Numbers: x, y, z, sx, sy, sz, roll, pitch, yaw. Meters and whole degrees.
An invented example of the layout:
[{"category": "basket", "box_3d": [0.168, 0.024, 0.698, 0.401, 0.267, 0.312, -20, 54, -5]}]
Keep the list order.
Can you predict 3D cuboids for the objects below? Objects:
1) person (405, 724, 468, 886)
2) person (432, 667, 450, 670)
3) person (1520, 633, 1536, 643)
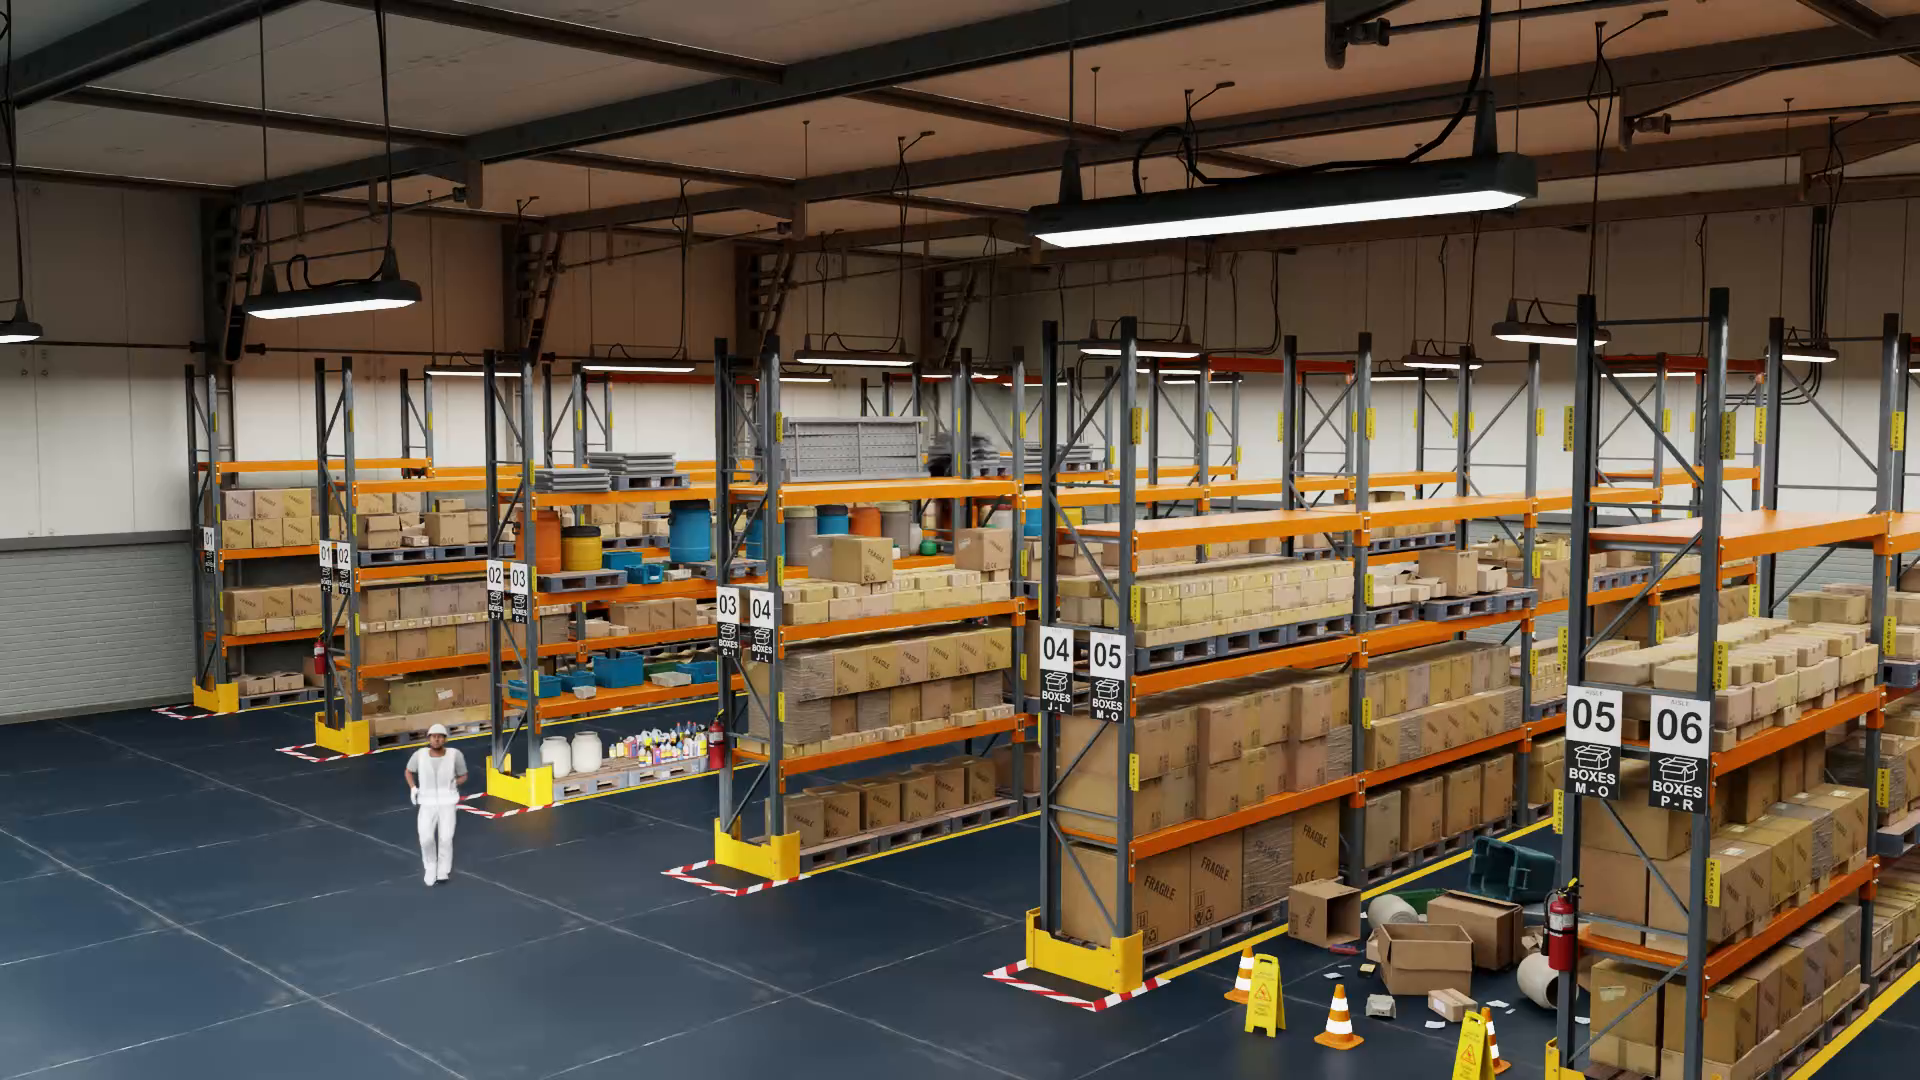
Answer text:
[{"category": "person", "box_3d": [-5.697, 2.896, 18.108, 0.663, 1.774, 0.637, -1, 5, -16]}, {"category": "person", "box_3d": [-8.972, 2.074, 29.004, 0.692, 1.750, 0.999, 3, 5, 34]}, {"category": "person", "box_3d": [8.737, 2.295, 25.634, 0.653, 1.793, 0.902, 3, 5, 34]}]
